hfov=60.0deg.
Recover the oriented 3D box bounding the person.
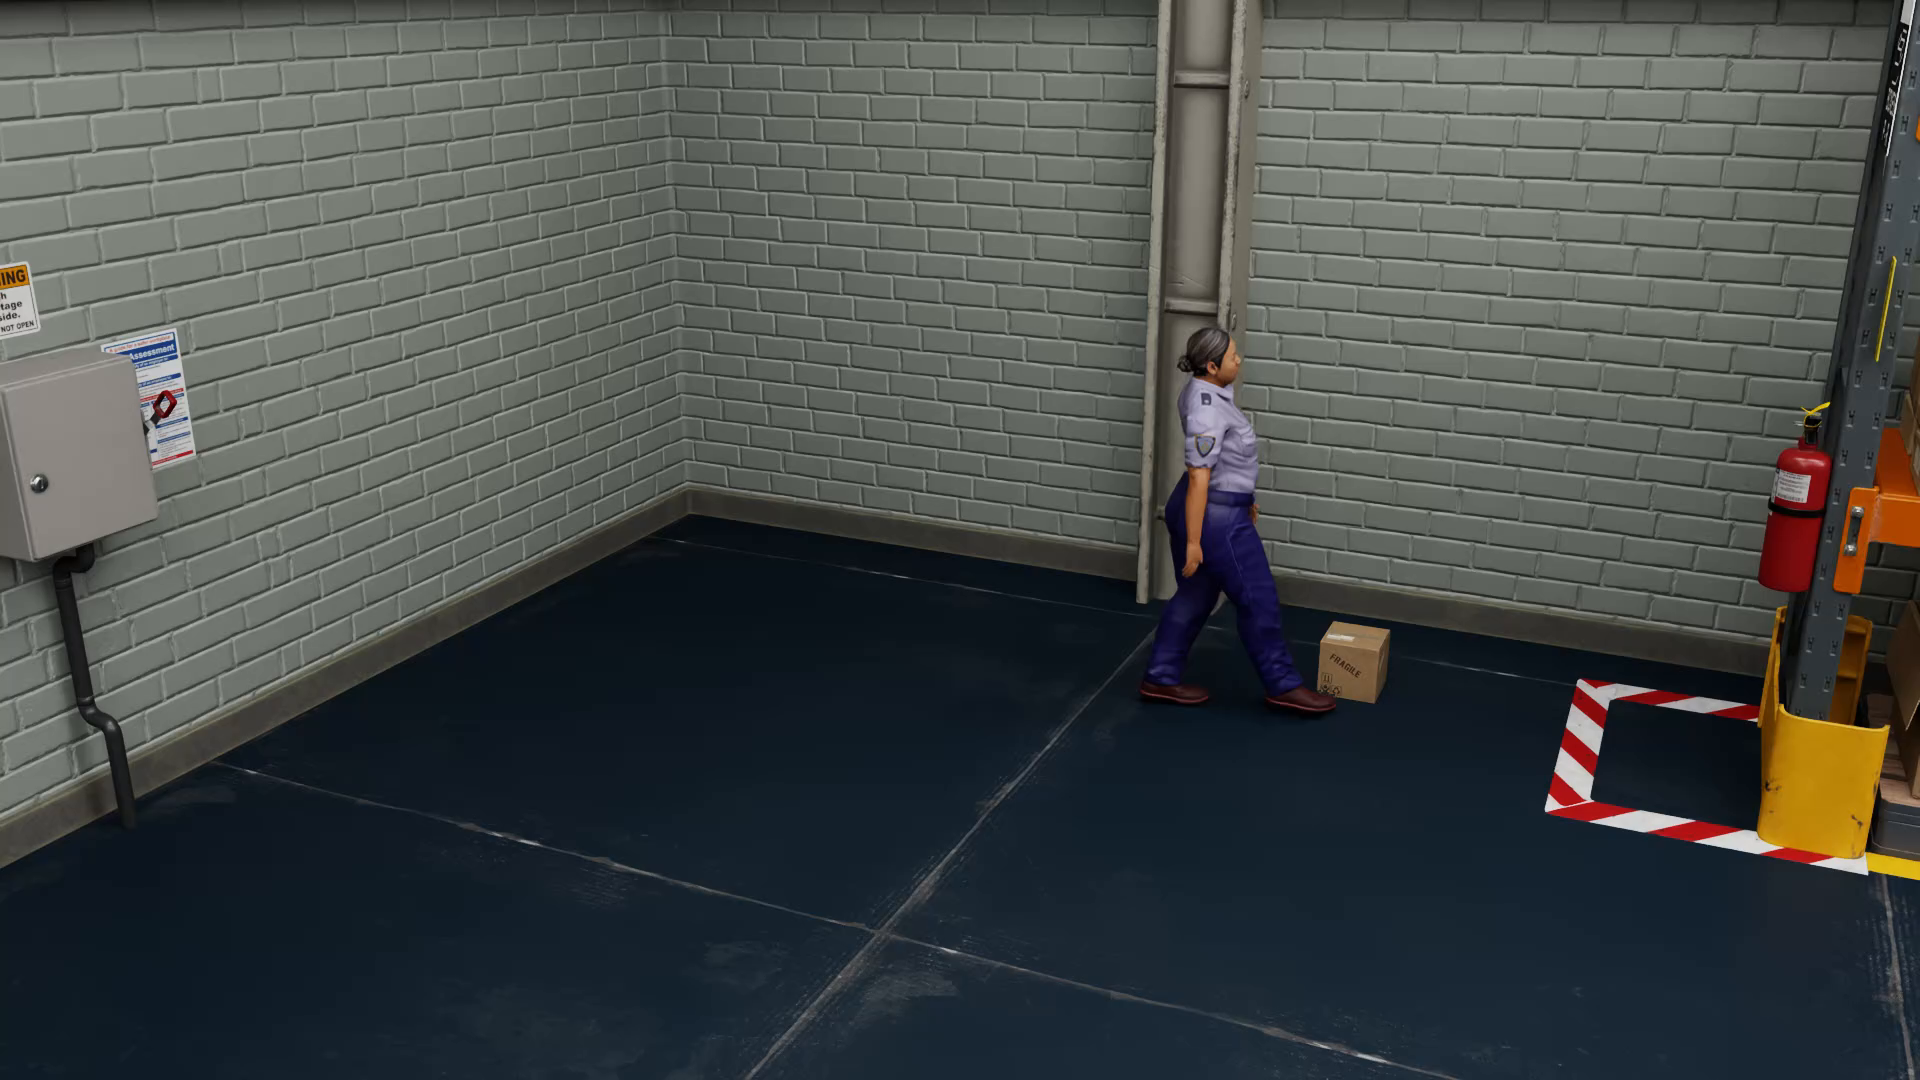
[{"bbox_3d":[1.164,-0.083,6.819,0.794,1.623,0.530,-2,19,-6],"label":"person"}]
